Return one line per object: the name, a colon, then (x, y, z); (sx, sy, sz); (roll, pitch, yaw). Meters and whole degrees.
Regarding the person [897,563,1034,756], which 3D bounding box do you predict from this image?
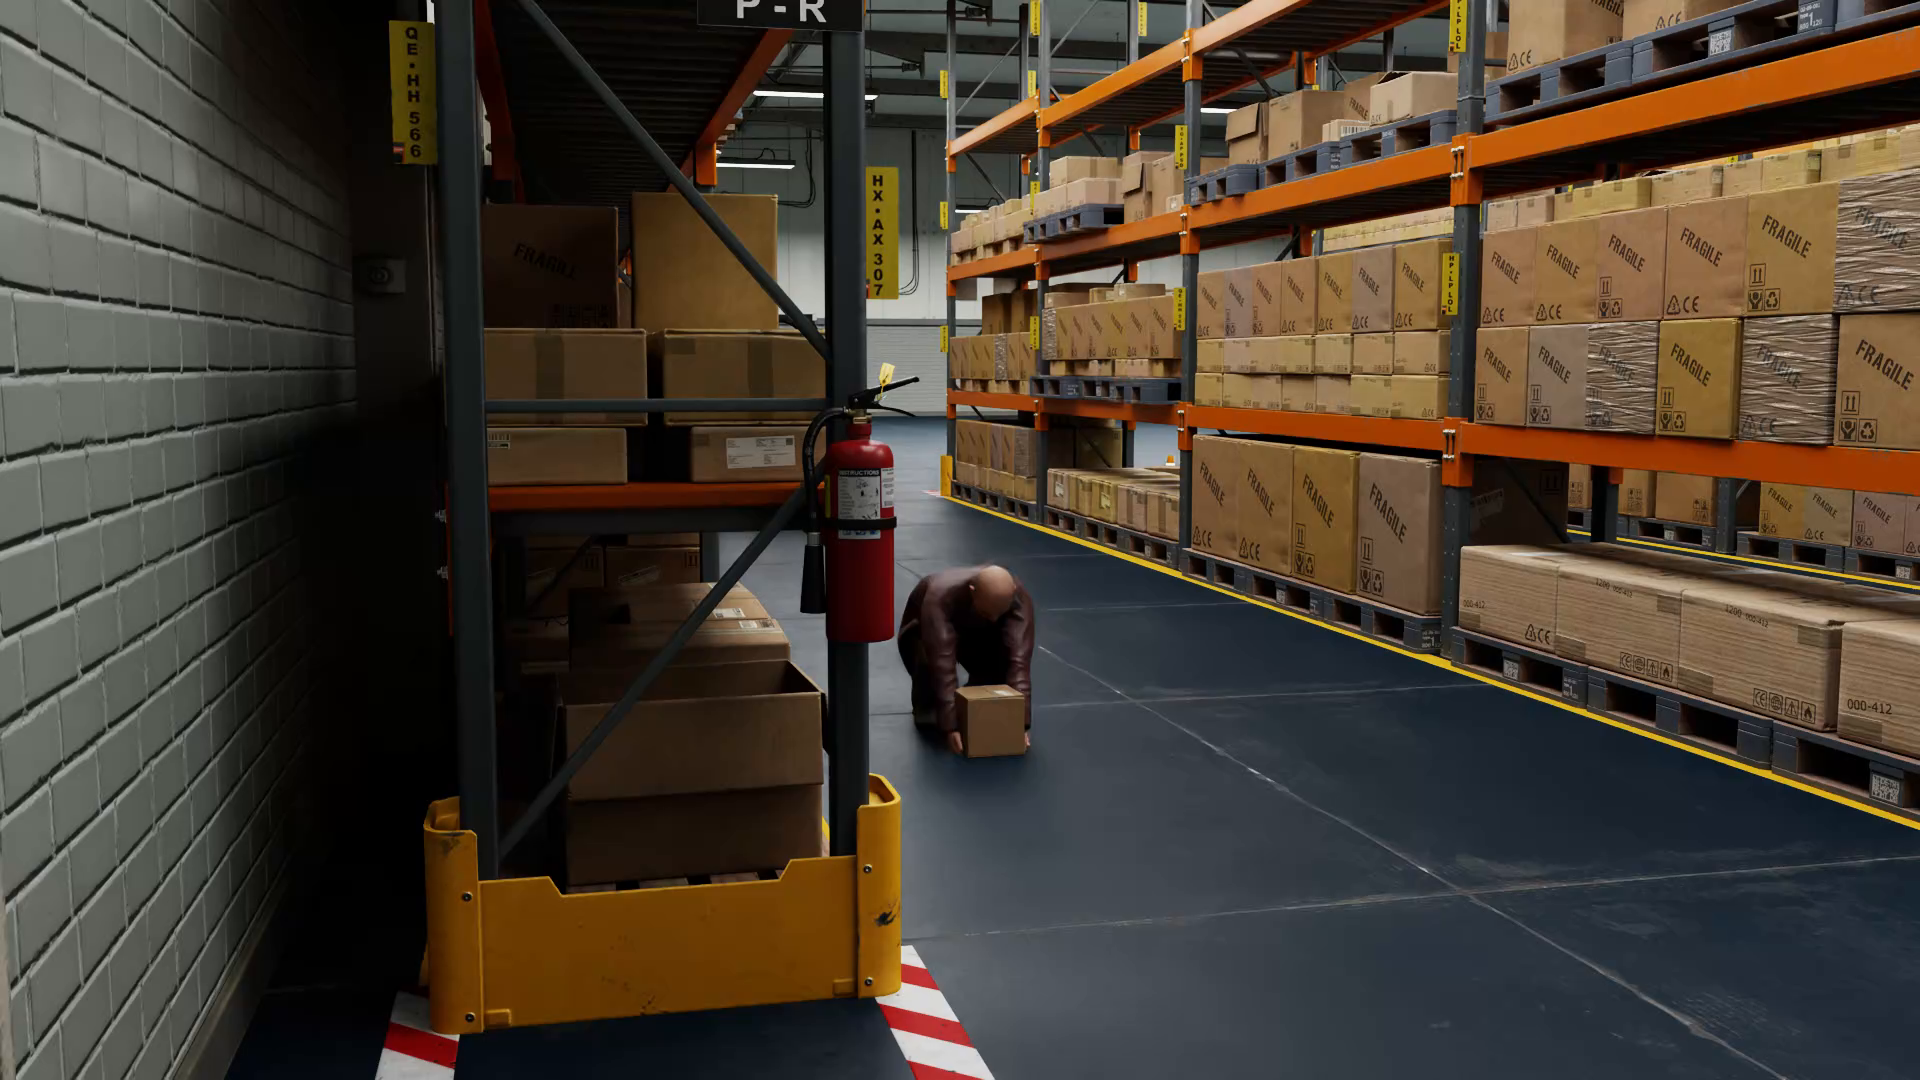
person: (0.032, 0.513, 7.328); (0.582, 0.822, 1.011); (-1, 6, -13)
